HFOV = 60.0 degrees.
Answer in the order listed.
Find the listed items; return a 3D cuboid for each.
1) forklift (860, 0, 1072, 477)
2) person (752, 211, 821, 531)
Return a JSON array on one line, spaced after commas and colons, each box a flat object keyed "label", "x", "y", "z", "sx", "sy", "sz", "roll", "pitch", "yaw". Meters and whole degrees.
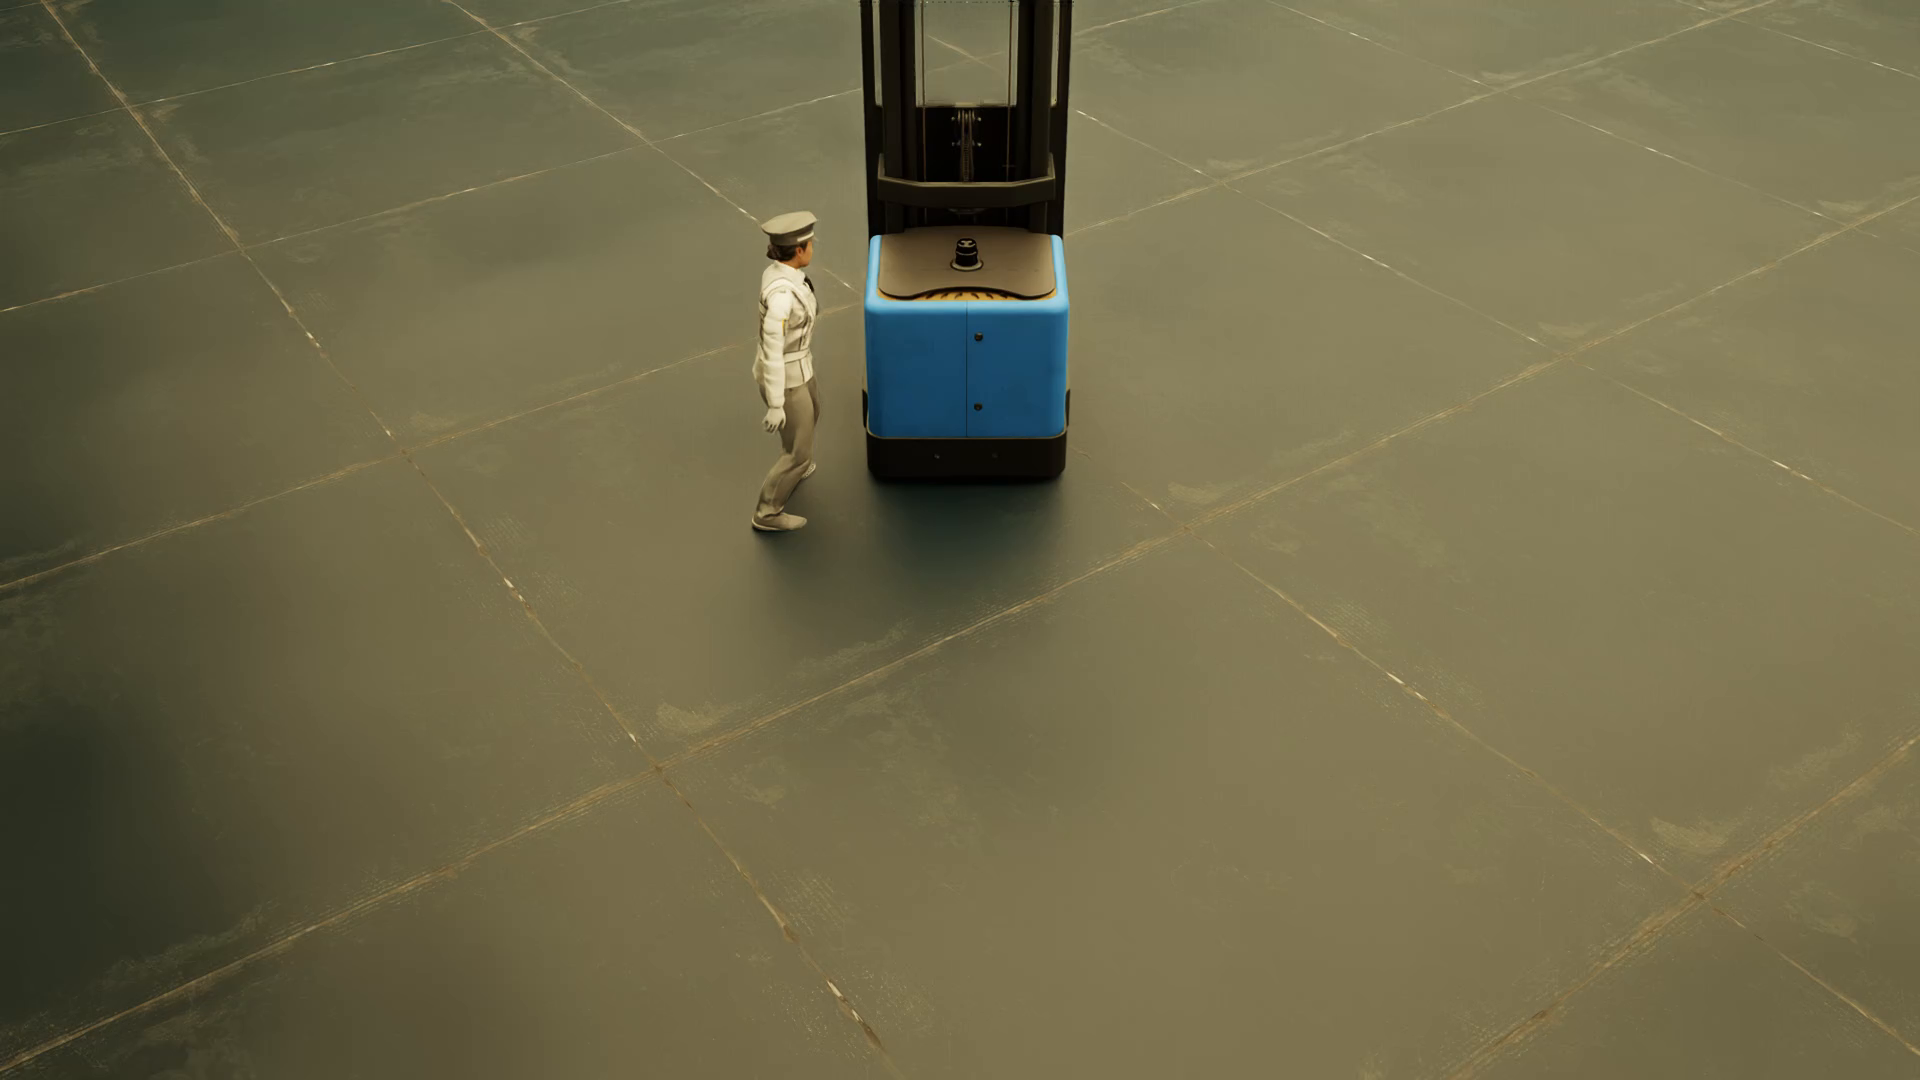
[{"label": "forklift", "x": 0.031, "y": -2.354, "z": 9.128, "sx": 1.130, "sy": 2.935, "sz": 3.031, "roll": 0, "pitch": 36, "yaw": 0}, {"label": "person", "x": -0.865, "y": -0.802, "z": 8.159, "sx": 0.417, "sy": 1.642, "sz": 0.809, "roll": -3, "pitch": 37, "yaw": -4}]
